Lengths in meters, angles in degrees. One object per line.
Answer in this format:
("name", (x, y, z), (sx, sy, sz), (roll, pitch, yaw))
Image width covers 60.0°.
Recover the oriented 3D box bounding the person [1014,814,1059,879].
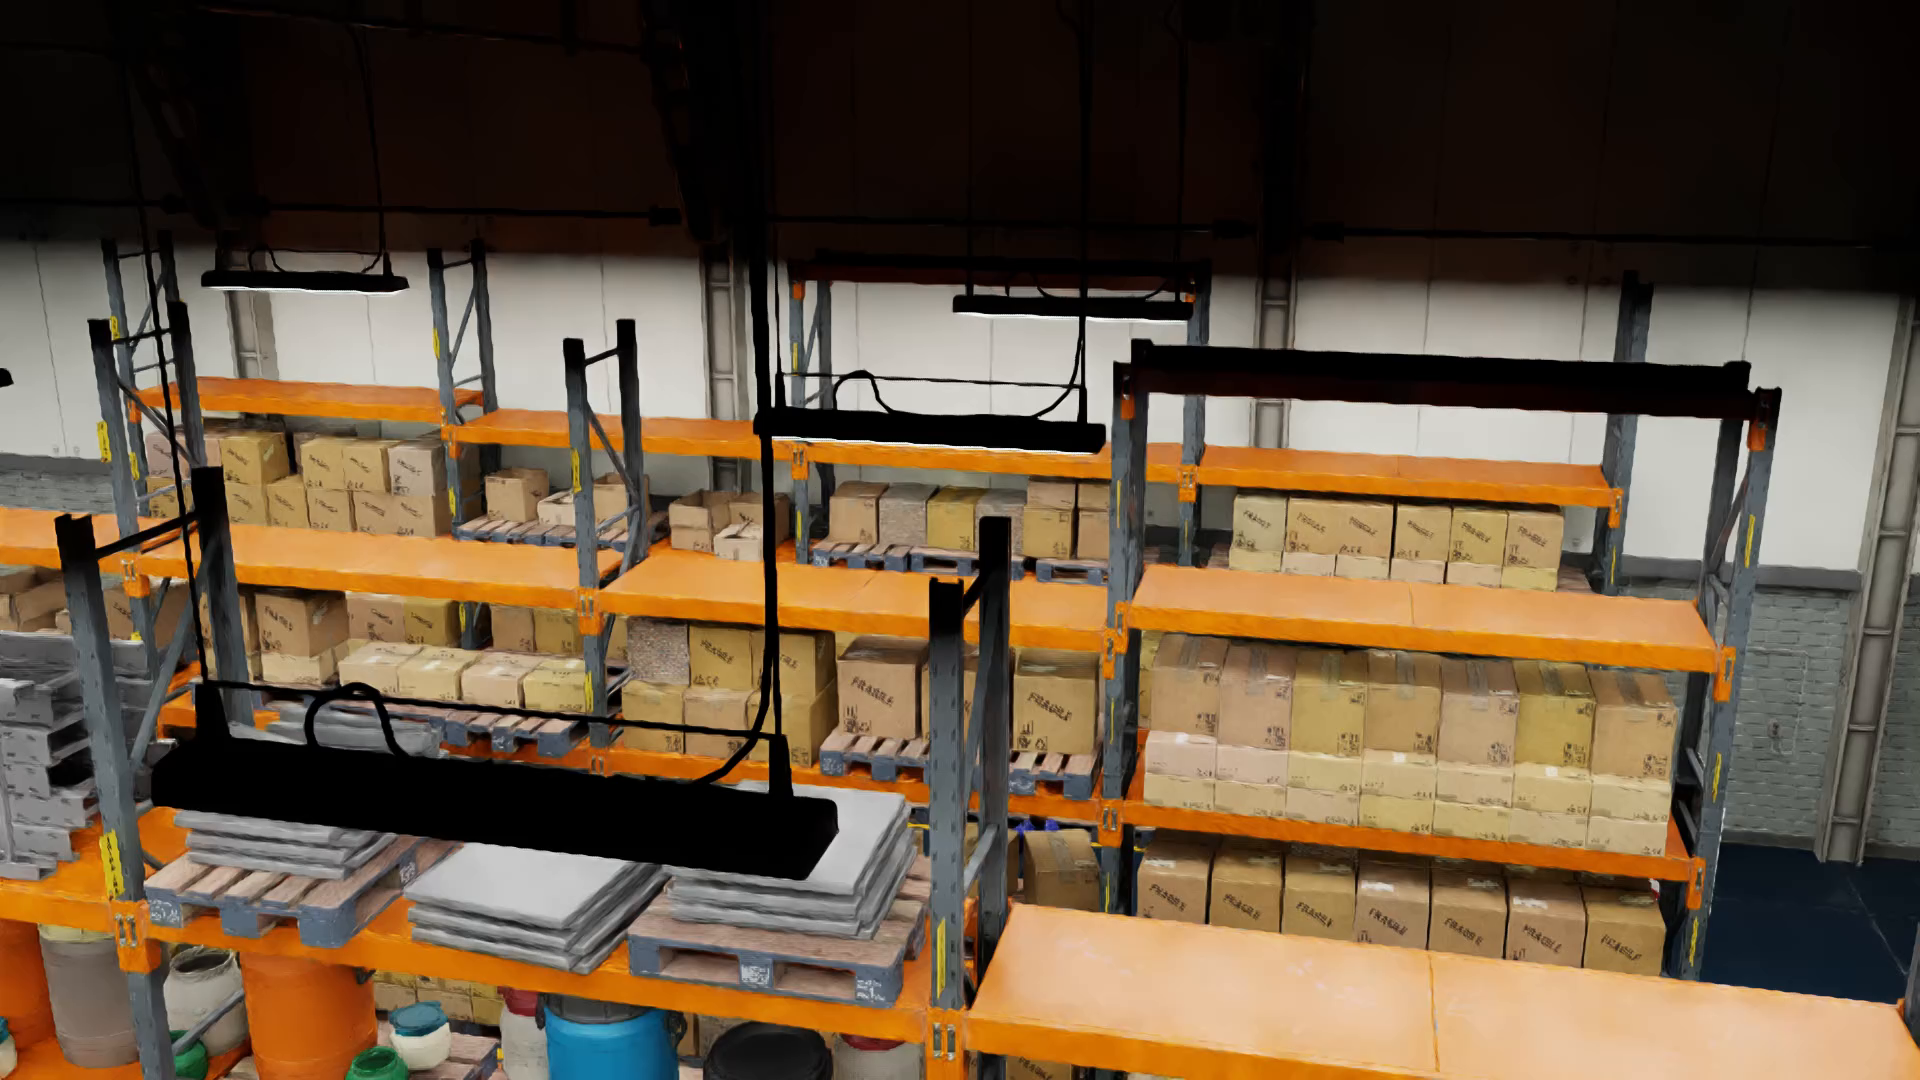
("person", (0.729, 3.070, 14.898), (0.608, 1.670, 0.477), (-4, 17, -14))
